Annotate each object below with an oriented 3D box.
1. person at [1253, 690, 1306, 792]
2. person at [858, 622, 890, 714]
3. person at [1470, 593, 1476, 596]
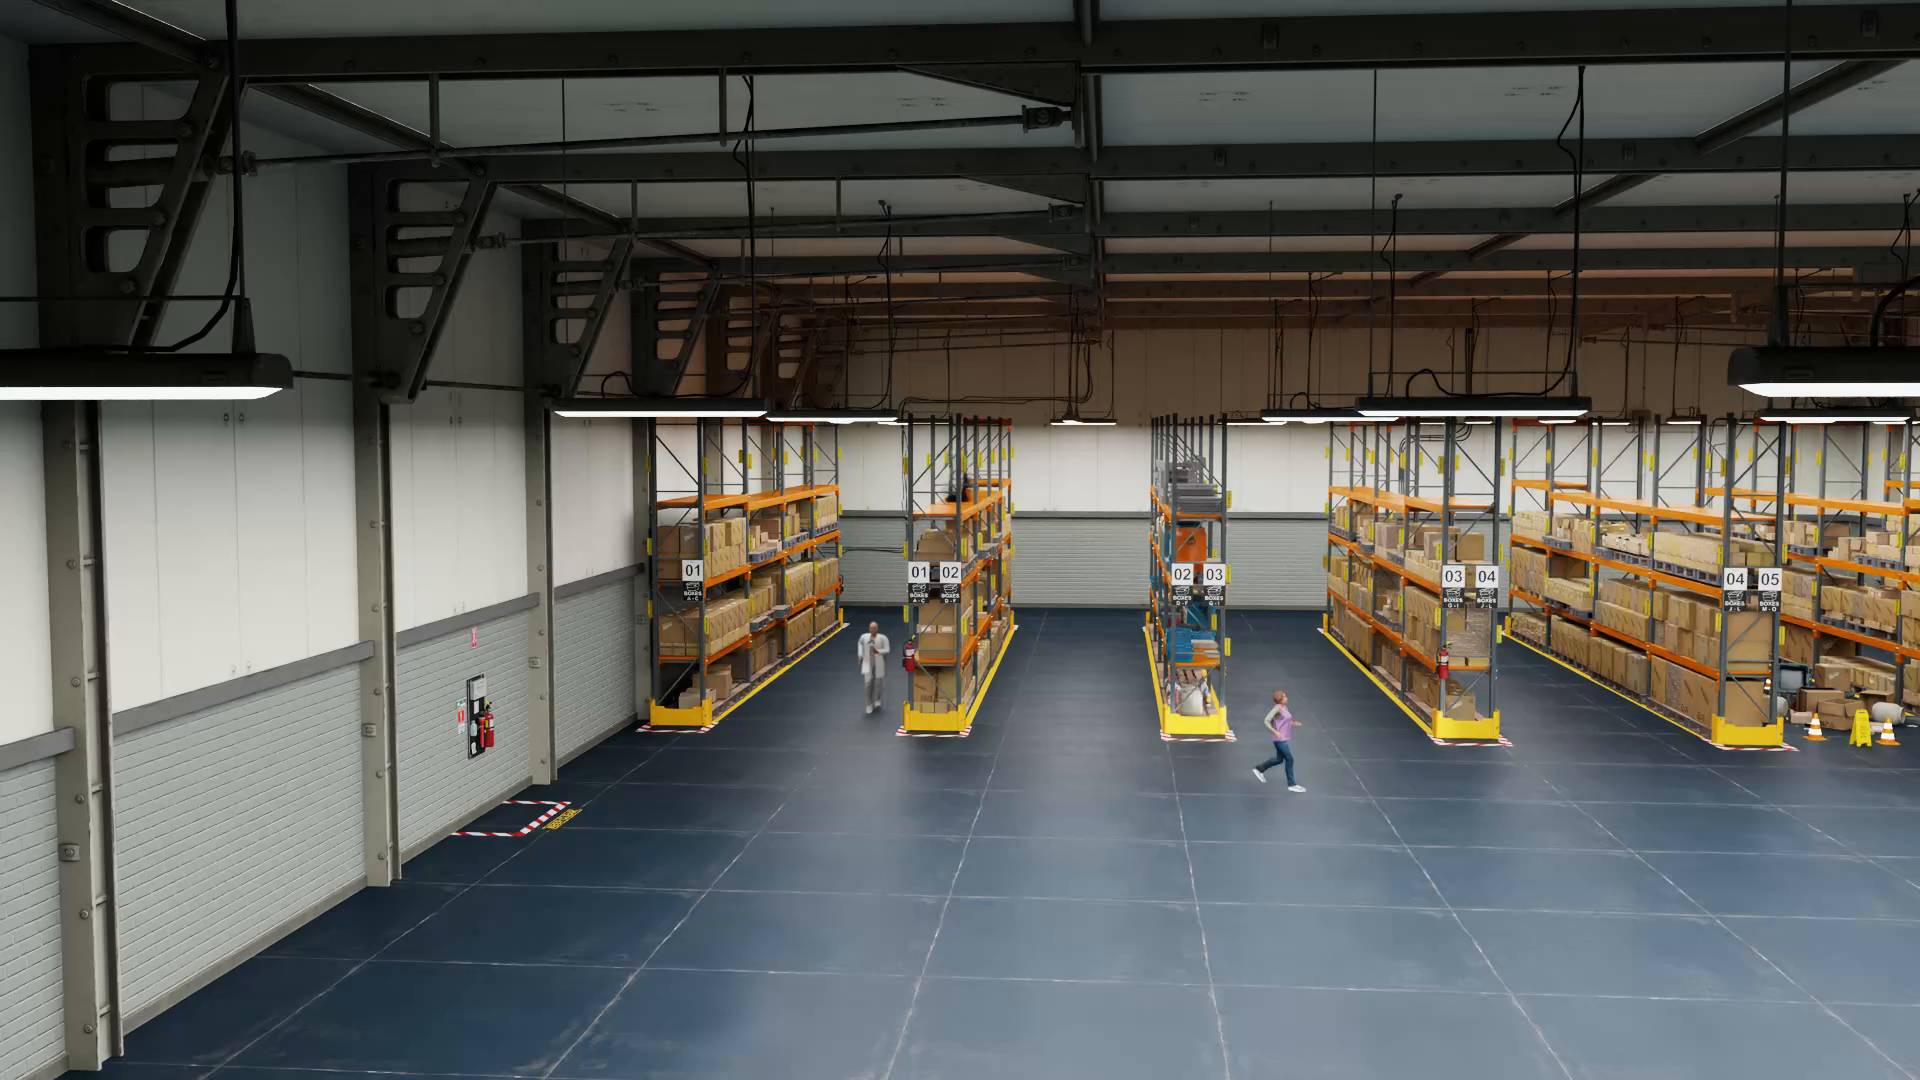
[{"bbox_3d":[5.035,3.151,26.213,0.877,1.576,0.543,2,4,25],"label":"person"},{"bbox_3d":[-1.741,2.570,33.632,0.666,1.847,0.937,0,4,1],"label":"person"},{"bbox_3d":[13.807,1.900,44.057,0.707,1.734,0.665,1,4,11],"label":"person"}]
